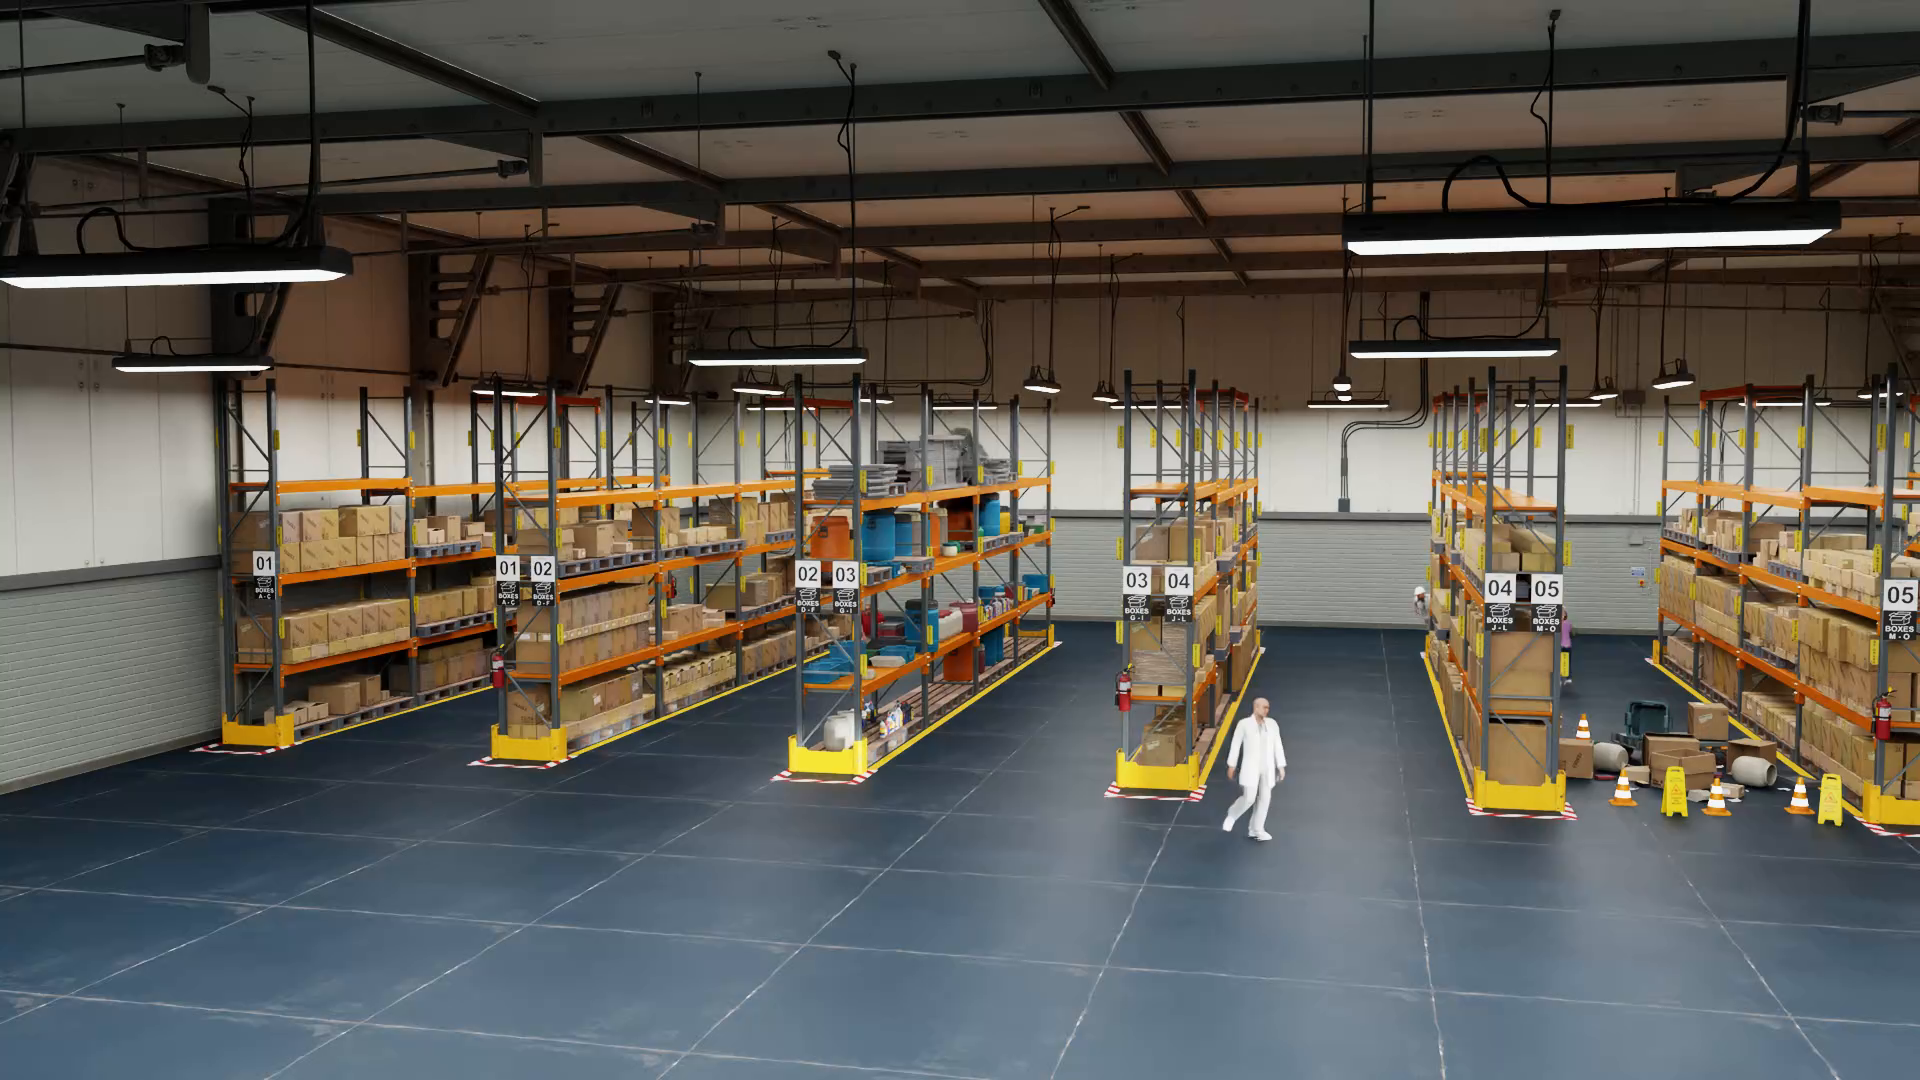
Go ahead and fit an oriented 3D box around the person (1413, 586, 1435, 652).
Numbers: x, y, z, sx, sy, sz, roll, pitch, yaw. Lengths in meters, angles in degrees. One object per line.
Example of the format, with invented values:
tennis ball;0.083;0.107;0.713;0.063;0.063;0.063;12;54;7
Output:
person;11.228;1.858;39.735;0.654;1.549;1.186;3;5;44

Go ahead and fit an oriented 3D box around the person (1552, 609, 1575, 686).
person;12.151;2.190;33.502;0.546;1.573;0.923;0;3;5

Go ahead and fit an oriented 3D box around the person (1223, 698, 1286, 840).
person;3.674;2.855;20.877;0.696;1.773;0.632;-1;4;-19

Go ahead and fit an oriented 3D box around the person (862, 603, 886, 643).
person;-1.869;2.096;35.409;0.689;1.570;0.898;0;3;-8
